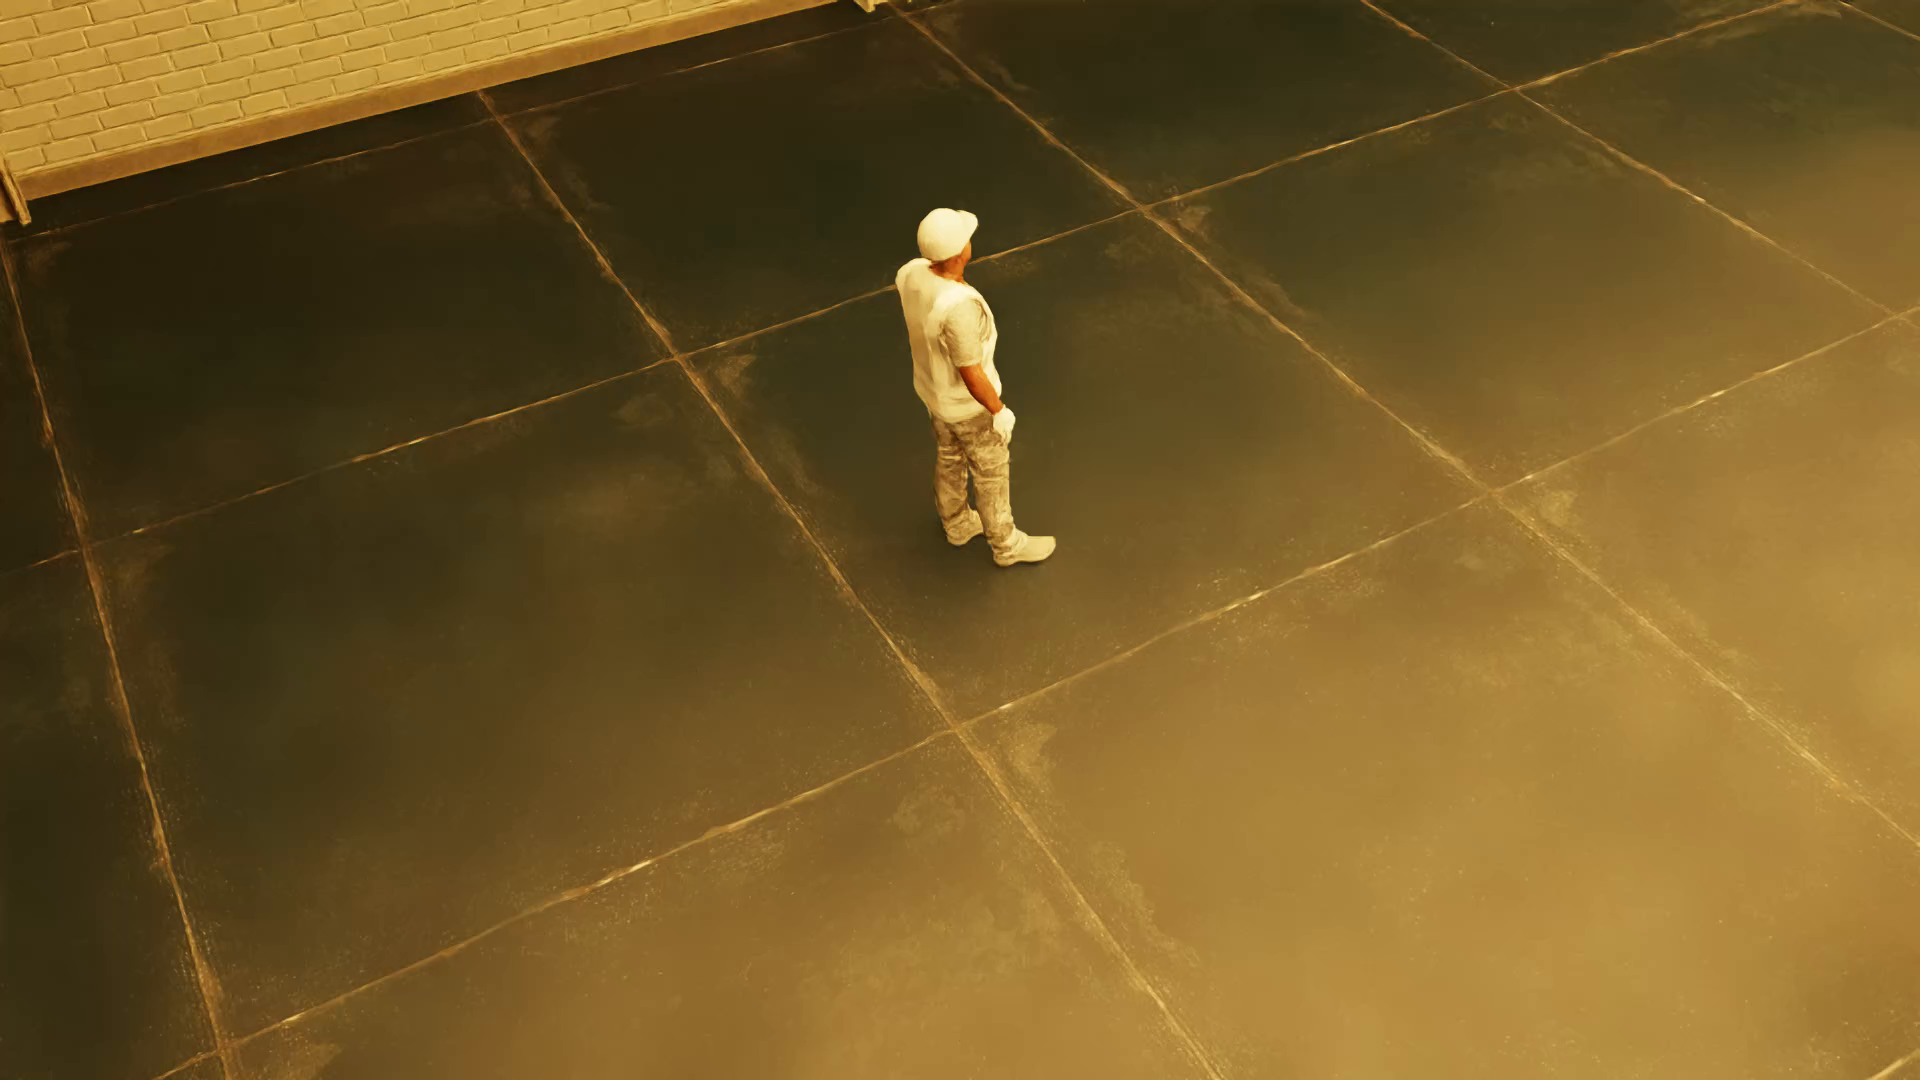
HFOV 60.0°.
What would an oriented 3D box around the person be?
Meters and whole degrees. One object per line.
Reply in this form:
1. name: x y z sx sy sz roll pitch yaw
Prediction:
1. person: 0.067 -0.678 7.264 0.576 1.782 0.655 -21 47 -21
